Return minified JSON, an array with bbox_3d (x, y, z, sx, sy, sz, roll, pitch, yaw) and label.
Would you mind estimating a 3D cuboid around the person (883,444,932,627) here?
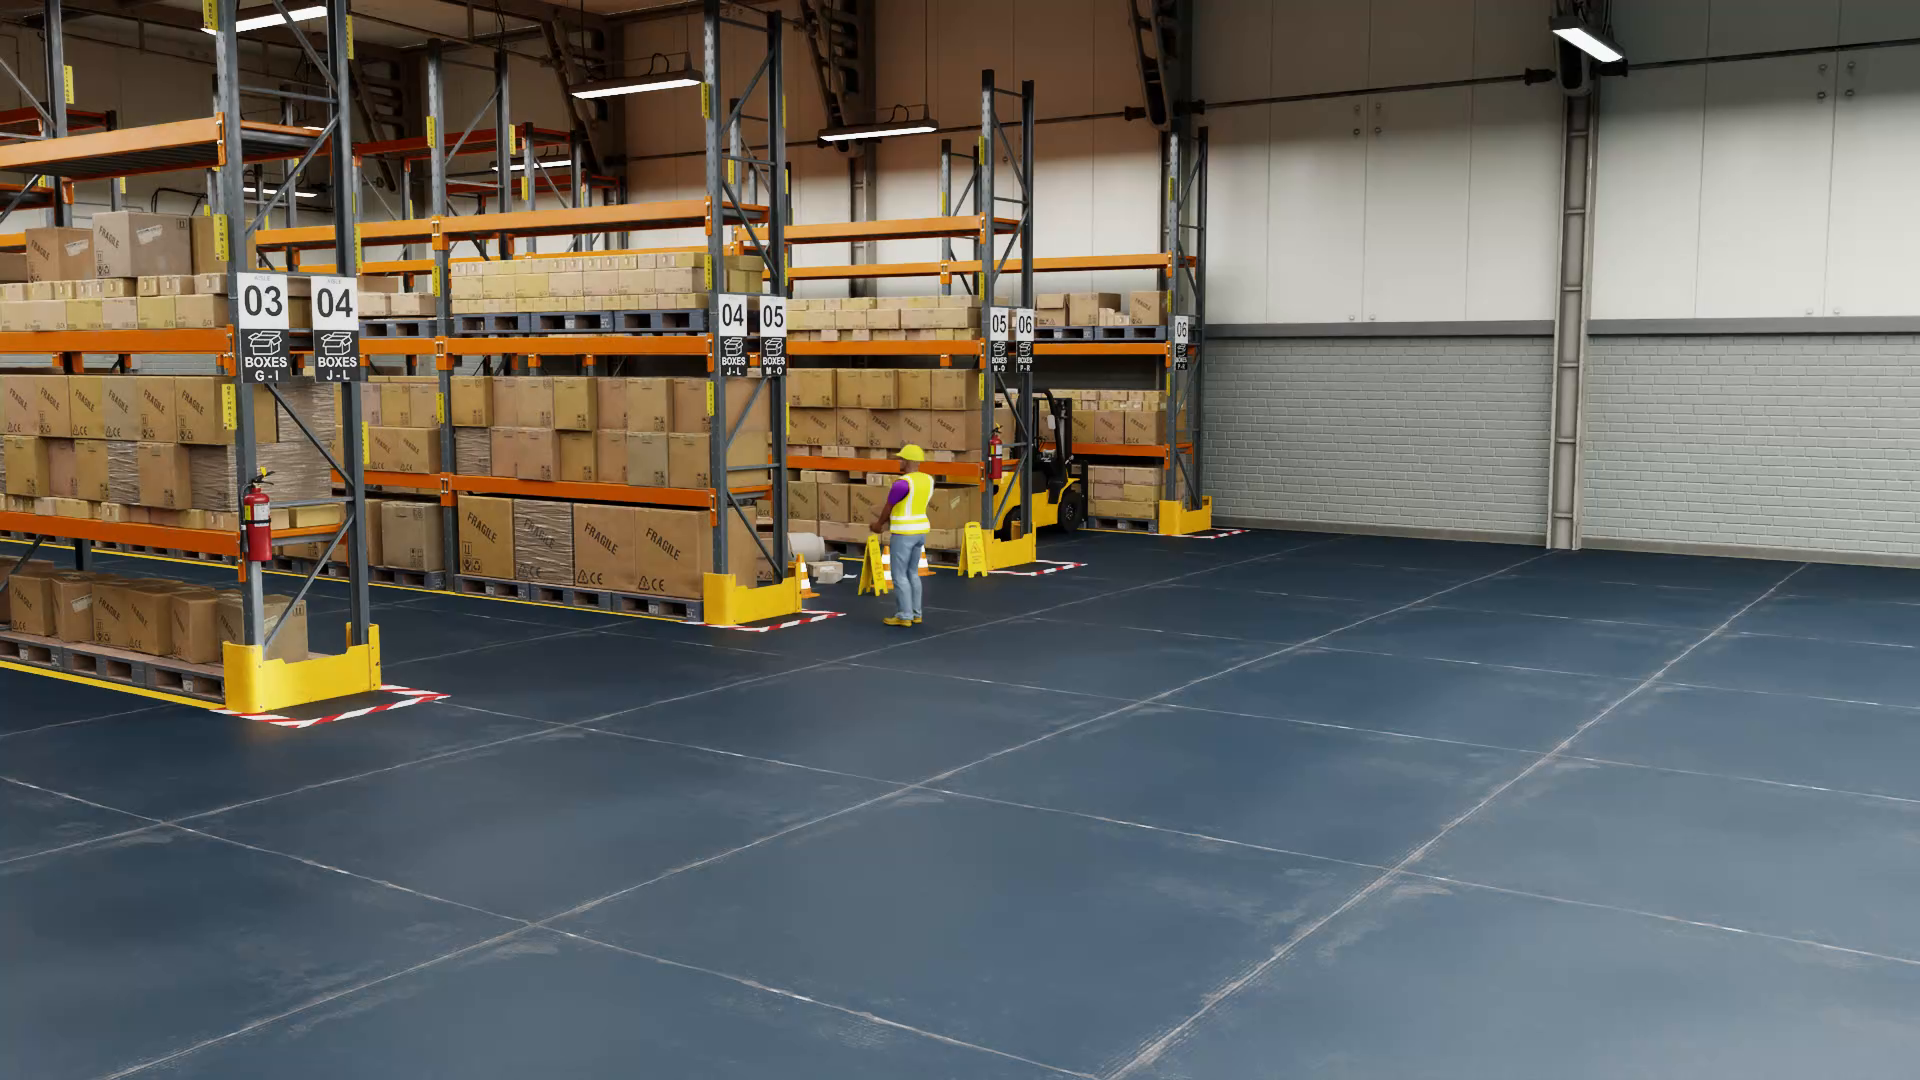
[{"bbox_3d":[-0.528,-0.051,16.175,0.462,1.759,0.623,4,7,31],"label":"person"}]
